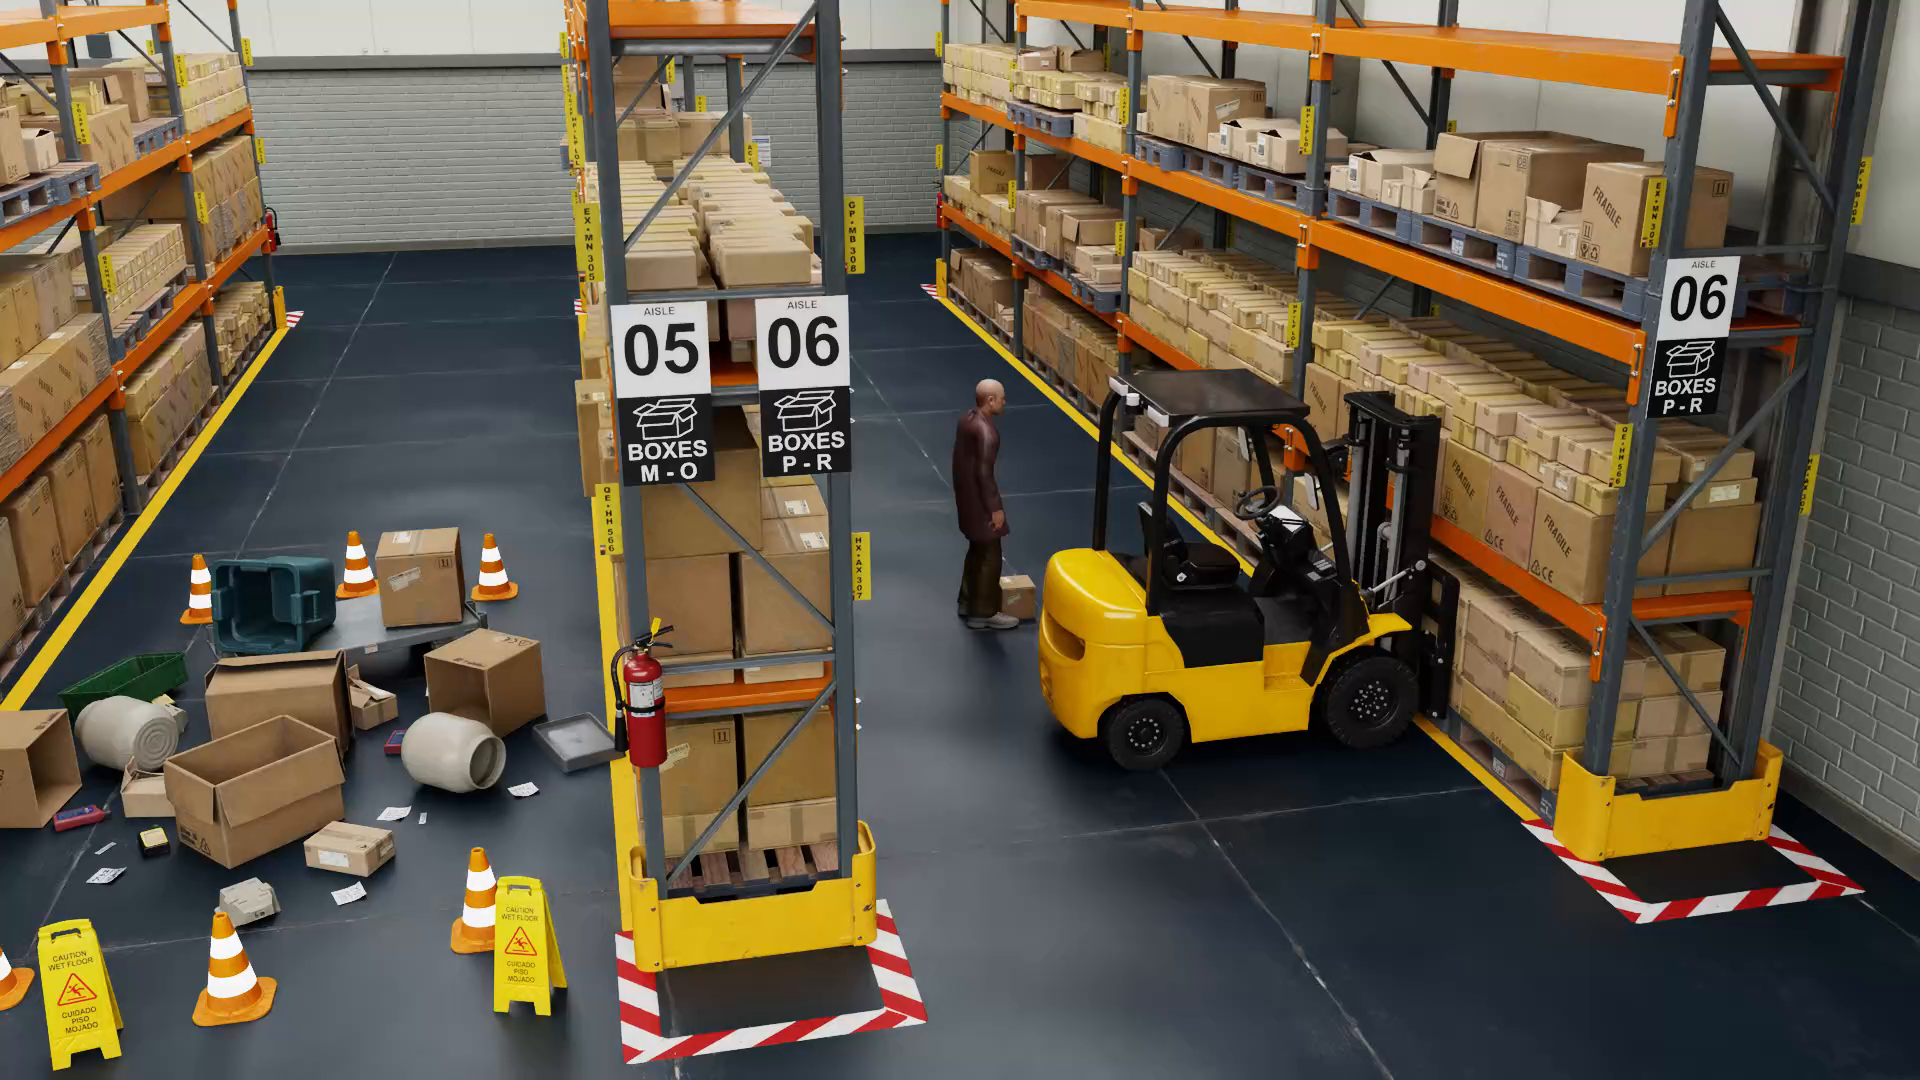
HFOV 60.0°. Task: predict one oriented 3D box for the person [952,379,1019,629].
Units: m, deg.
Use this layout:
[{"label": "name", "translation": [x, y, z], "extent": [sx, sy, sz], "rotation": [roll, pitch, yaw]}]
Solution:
[{"label": "person", "translation": [0.165, -0.185, 11.903], "extent": [0.426, 1.585, 0.644], "rotation": [-4, 20, -12]}]
